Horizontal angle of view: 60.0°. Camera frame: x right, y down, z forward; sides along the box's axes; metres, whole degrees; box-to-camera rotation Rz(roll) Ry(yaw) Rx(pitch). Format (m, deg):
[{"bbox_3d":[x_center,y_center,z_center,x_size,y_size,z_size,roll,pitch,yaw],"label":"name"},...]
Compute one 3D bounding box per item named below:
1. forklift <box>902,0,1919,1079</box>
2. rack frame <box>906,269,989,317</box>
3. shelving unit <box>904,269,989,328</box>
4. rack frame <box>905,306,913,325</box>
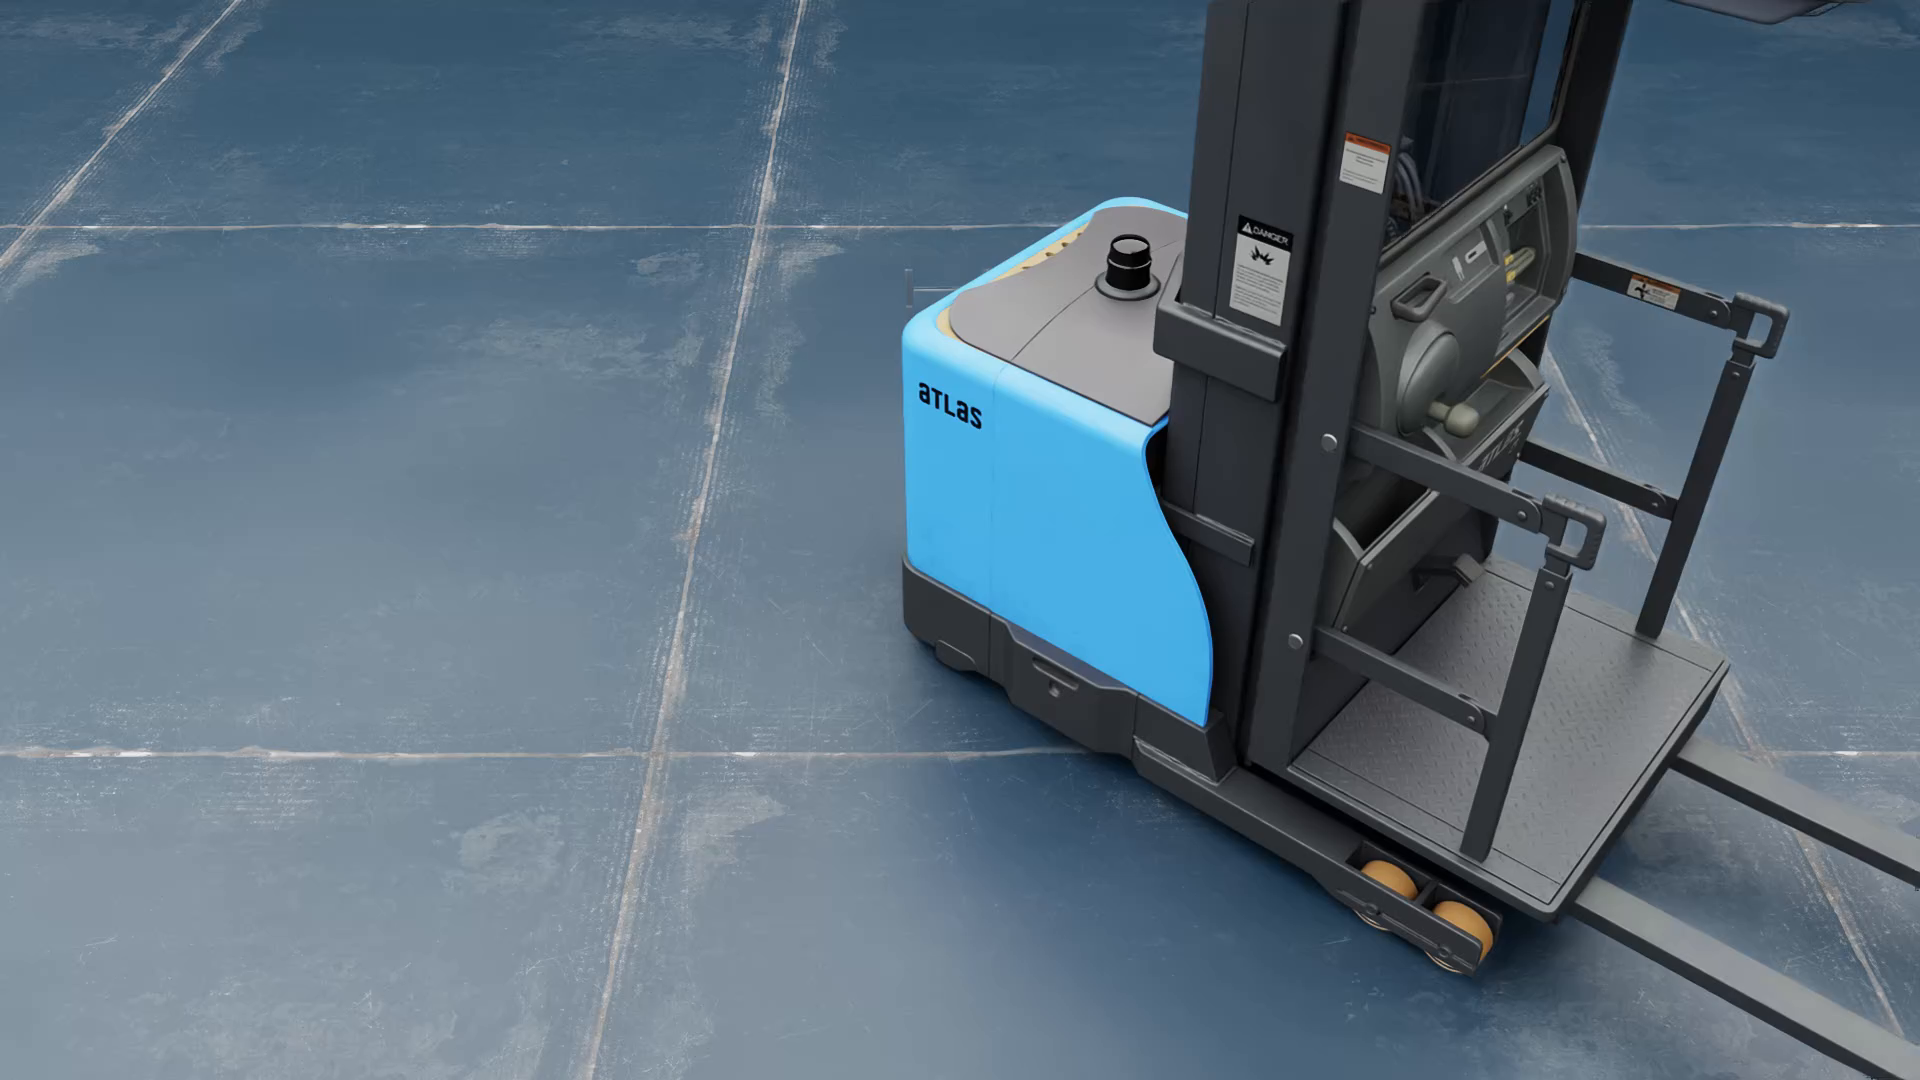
[{"bbox_3d":[1.286,-0.492,3.520,3.031,2.935,1.130,28,46,30],"label":"forklift"},{"bbox_3d":[-0.036,-0.426,5.062,0.240,0.900,0.006,-1,39,-1],"label":"rack frame"},{"bbox_3d":[-0.034,-0.363,4.983,0.258,0.900,0.210,-1,39,-1],"label":"shelving unit"},{"bbox_3d":[-0.032,-0.299,4.903,0.240,0.900,0.006,-1,39,-1],"label":"rack frame"}]
